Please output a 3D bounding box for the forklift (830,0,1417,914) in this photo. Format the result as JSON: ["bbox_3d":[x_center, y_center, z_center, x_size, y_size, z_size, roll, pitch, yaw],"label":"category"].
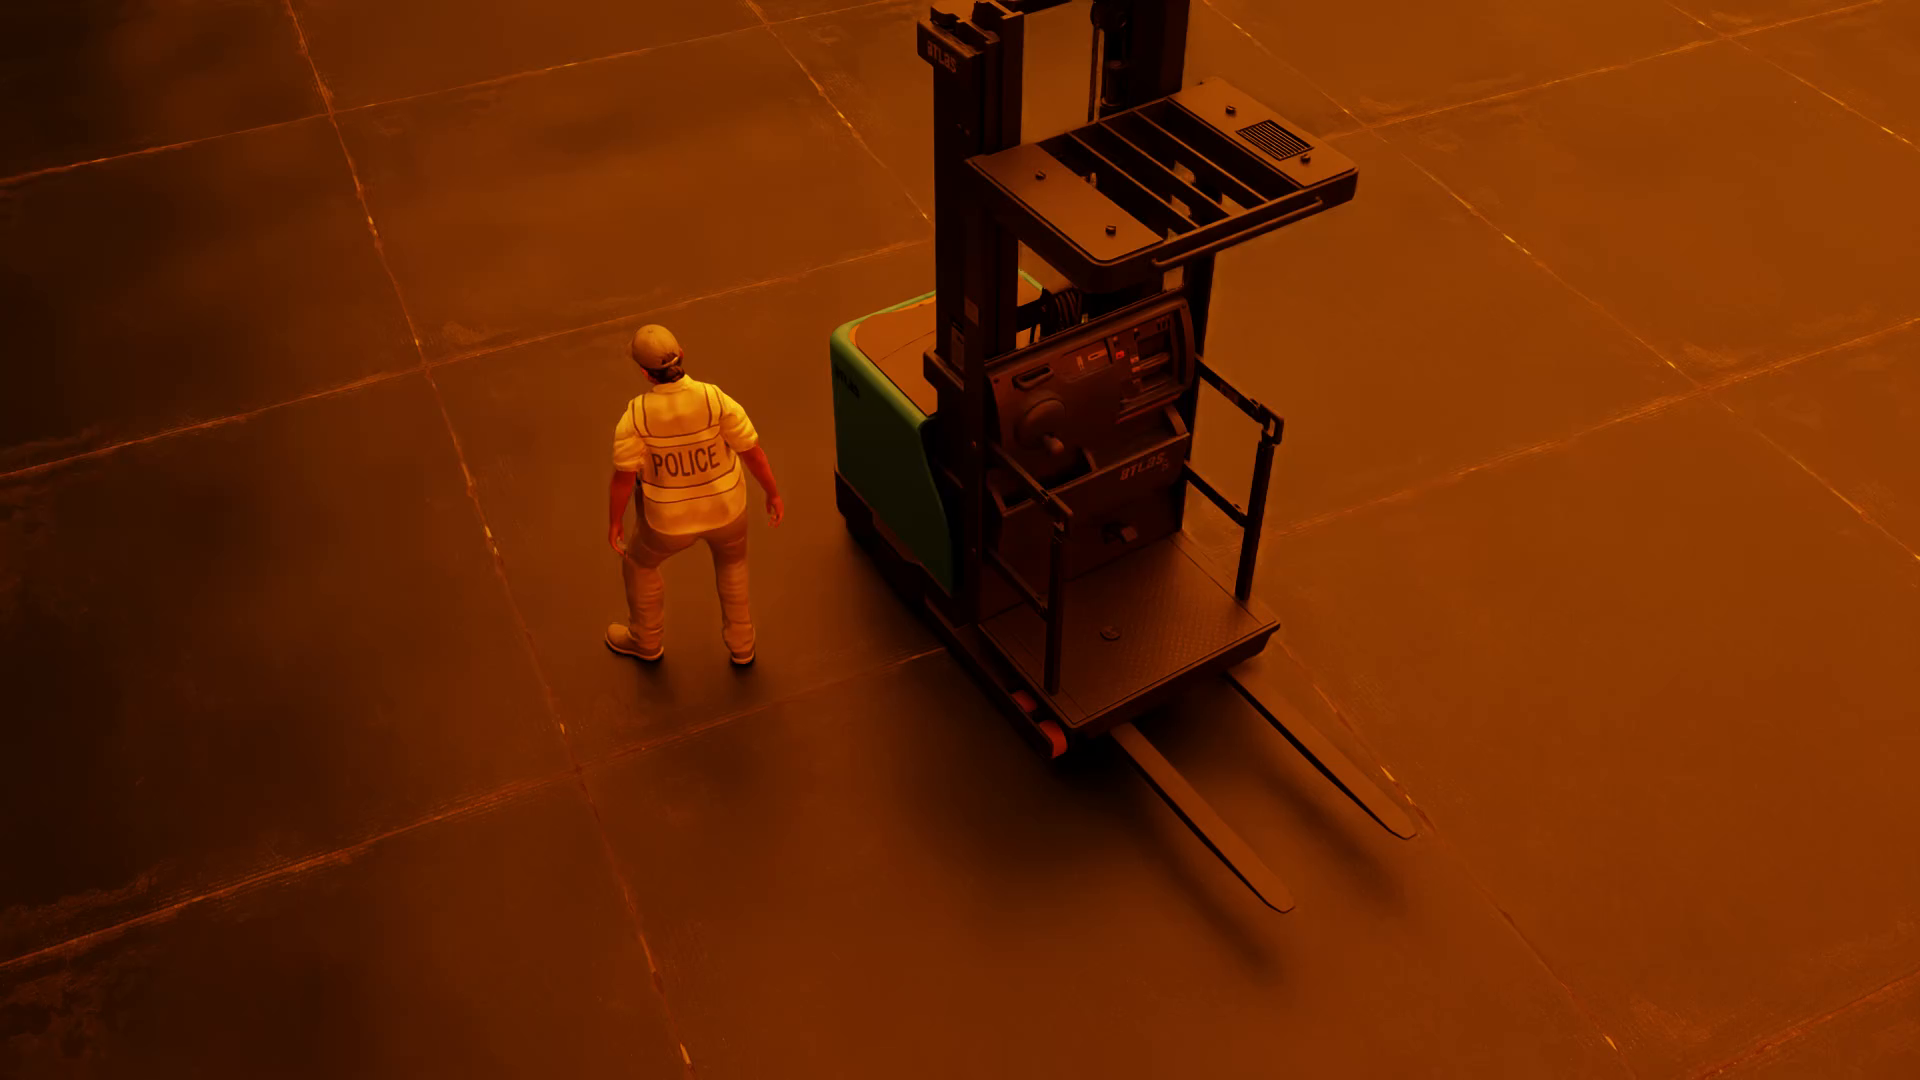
[{"bbox_3d":[0.635,-0.541,6.260,1.130,2.935,3.031,-24,48,-23],"label":"forklift"}]

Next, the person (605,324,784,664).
[{"bbox_3d":[-1.145,-0.154,6.808,0.811,1.637,0.470,-11,44,-12],"label":"person"}]
